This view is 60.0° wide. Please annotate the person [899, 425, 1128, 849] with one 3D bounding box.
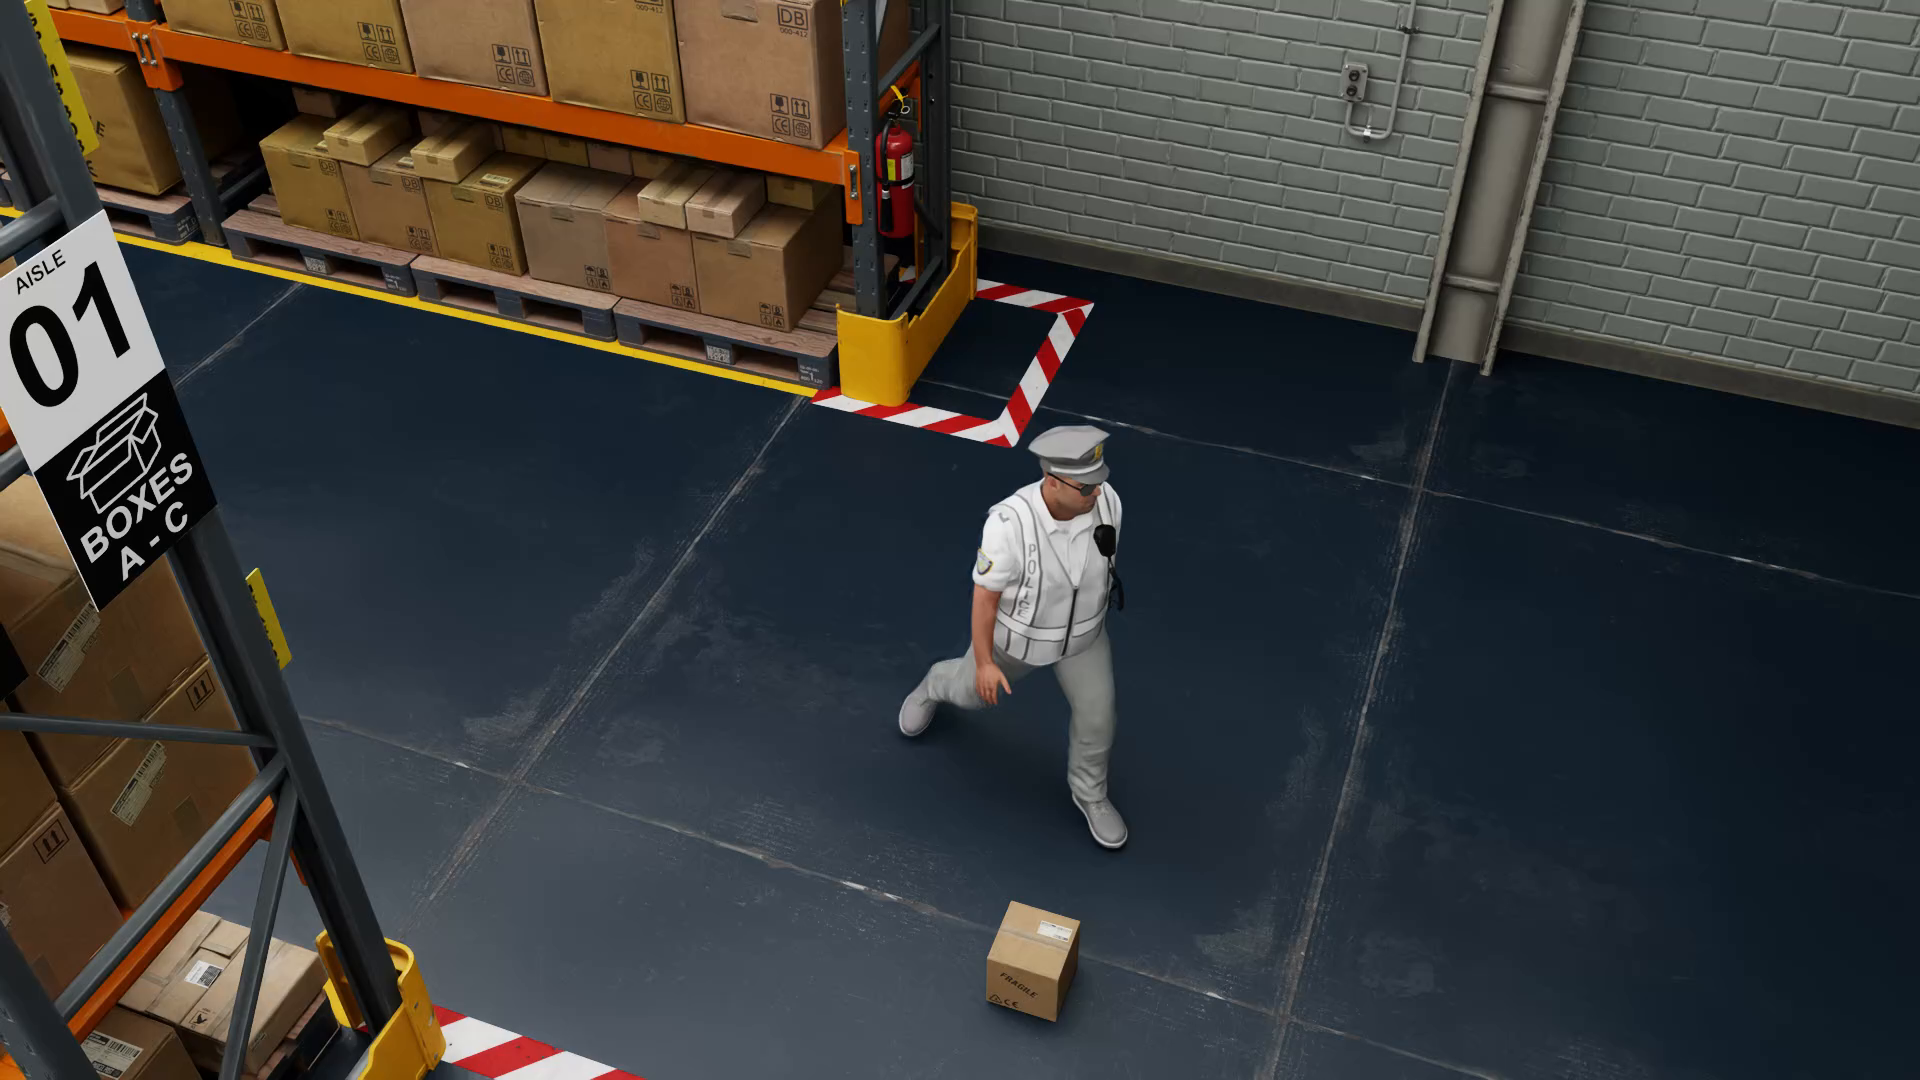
[{"bbox_3d":[0.198,0.262,5.853,0.696,1.719,0.953,-13,43,-14],"label":"person"}]
